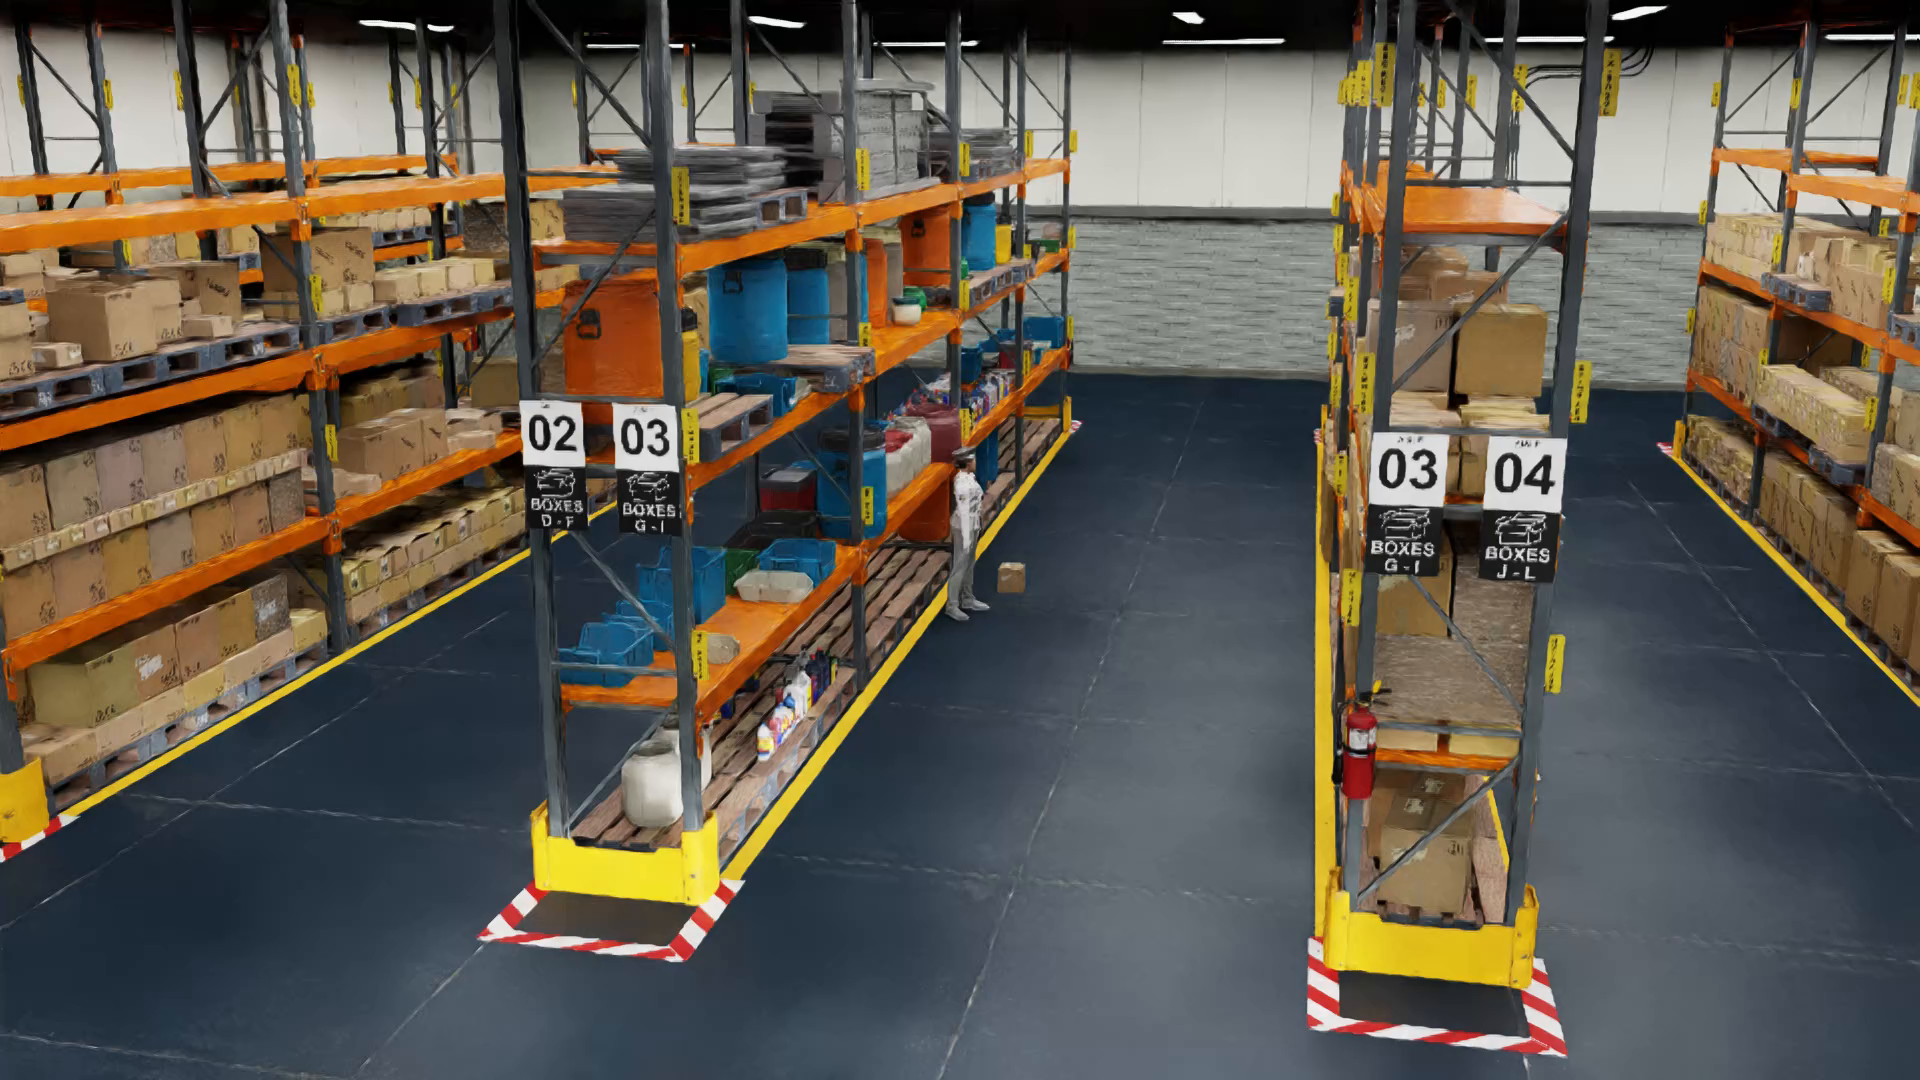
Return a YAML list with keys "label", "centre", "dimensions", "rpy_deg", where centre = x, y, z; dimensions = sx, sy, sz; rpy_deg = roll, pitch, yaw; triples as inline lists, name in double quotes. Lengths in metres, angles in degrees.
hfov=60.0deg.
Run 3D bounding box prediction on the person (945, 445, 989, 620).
- label: "person"
  centre: [0.072, -0.100, 16.292]
  dimensions: [0.419, 1.684, 0.599]
  rpy_deg: [1, 15, 4]
